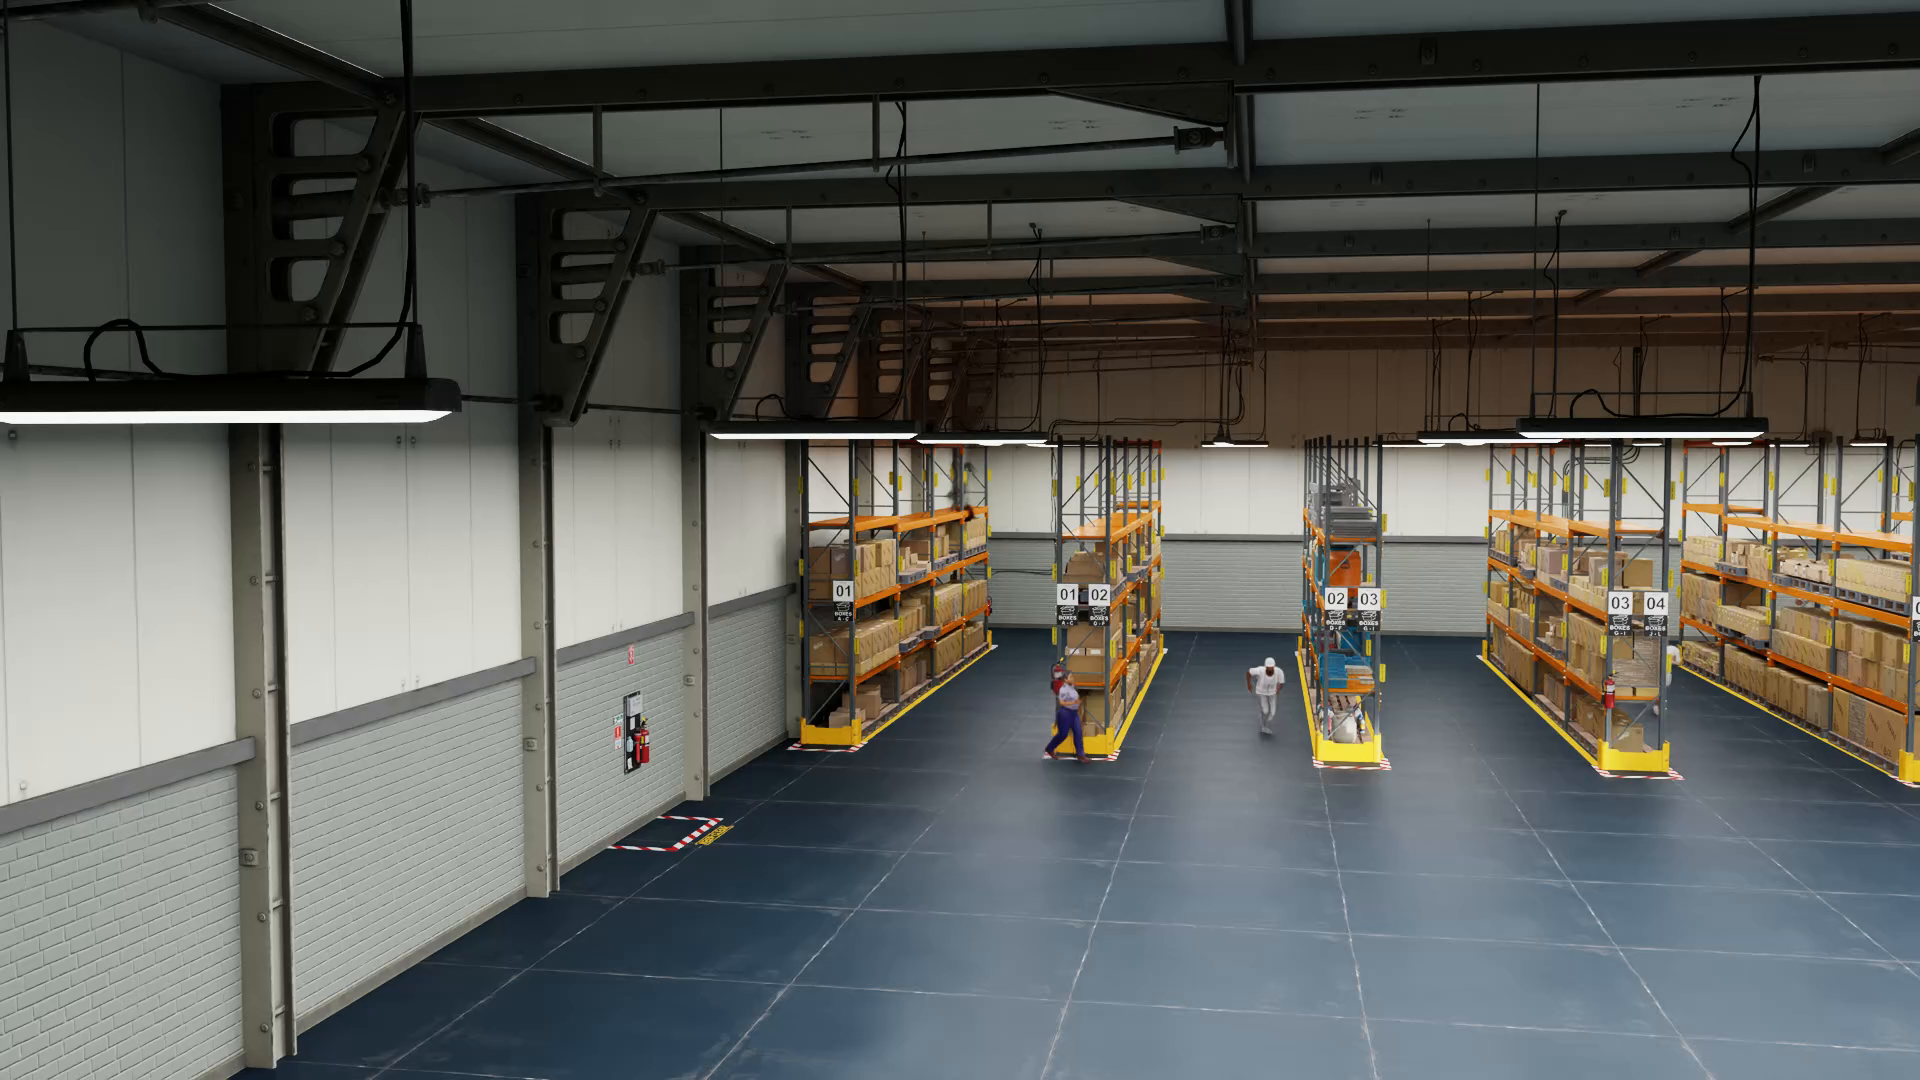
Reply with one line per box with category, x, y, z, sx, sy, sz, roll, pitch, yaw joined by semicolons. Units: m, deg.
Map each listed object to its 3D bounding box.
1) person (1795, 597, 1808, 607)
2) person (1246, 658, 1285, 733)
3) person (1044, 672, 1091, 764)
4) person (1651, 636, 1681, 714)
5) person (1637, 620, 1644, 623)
person;22.968;2.385;45.314;0.979;1.785;0.692;1;3;17
person;6.137;3.126;33.420;0.735;1.577;0.830;0;3;0
person;1.967;3.239;30.410;0.880;1.672;0.599;2;4;32
person;15.119;2.917;35.855;0.693;1.771;1.013;0;3;0
person;17.594;2.579;42.776;0.670;1.679;0.584;1;3;14
